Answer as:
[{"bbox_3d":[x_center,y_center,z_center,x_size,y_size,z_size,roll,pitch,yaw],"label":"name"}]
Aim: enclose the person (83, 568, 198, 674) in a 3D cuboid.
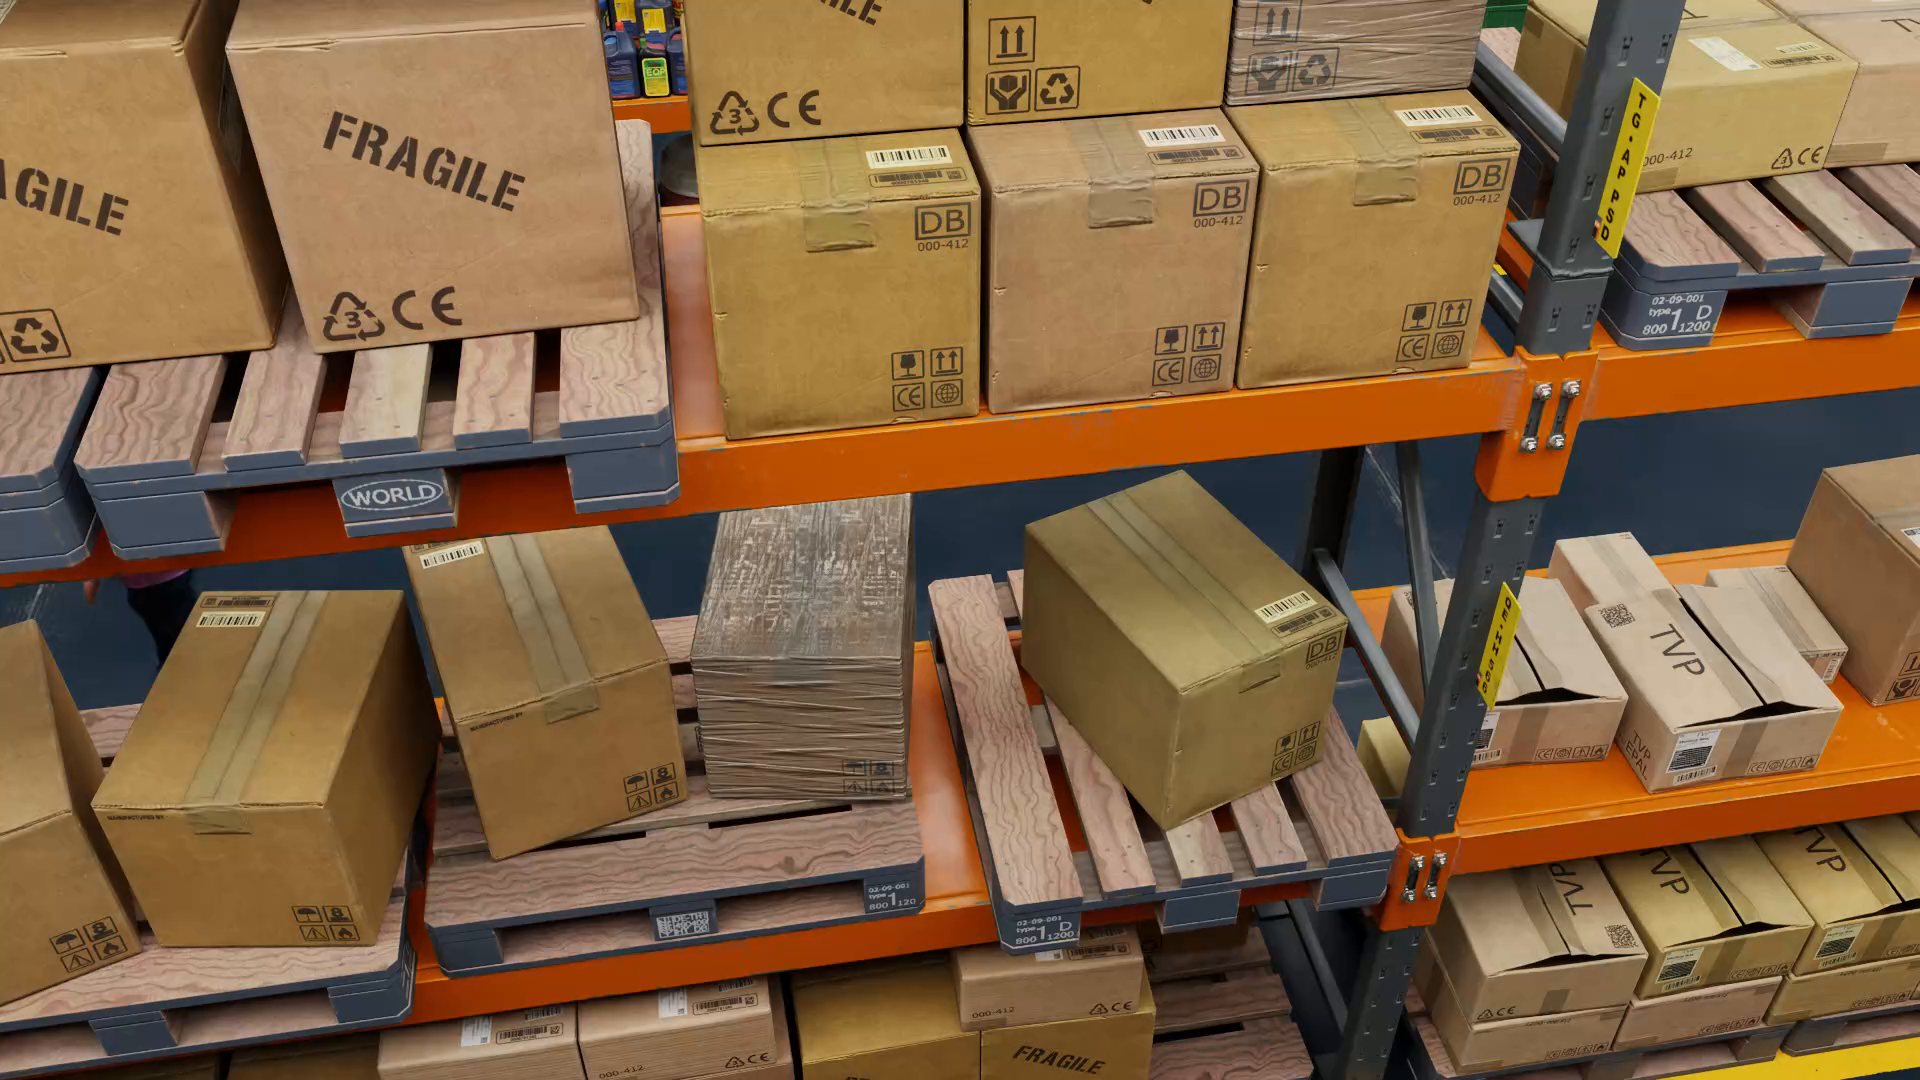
[{"bbox_3d":[-2.940,0.089,6.065,0.584,1.643,0.424,1,39,1],"label":"person"}]
